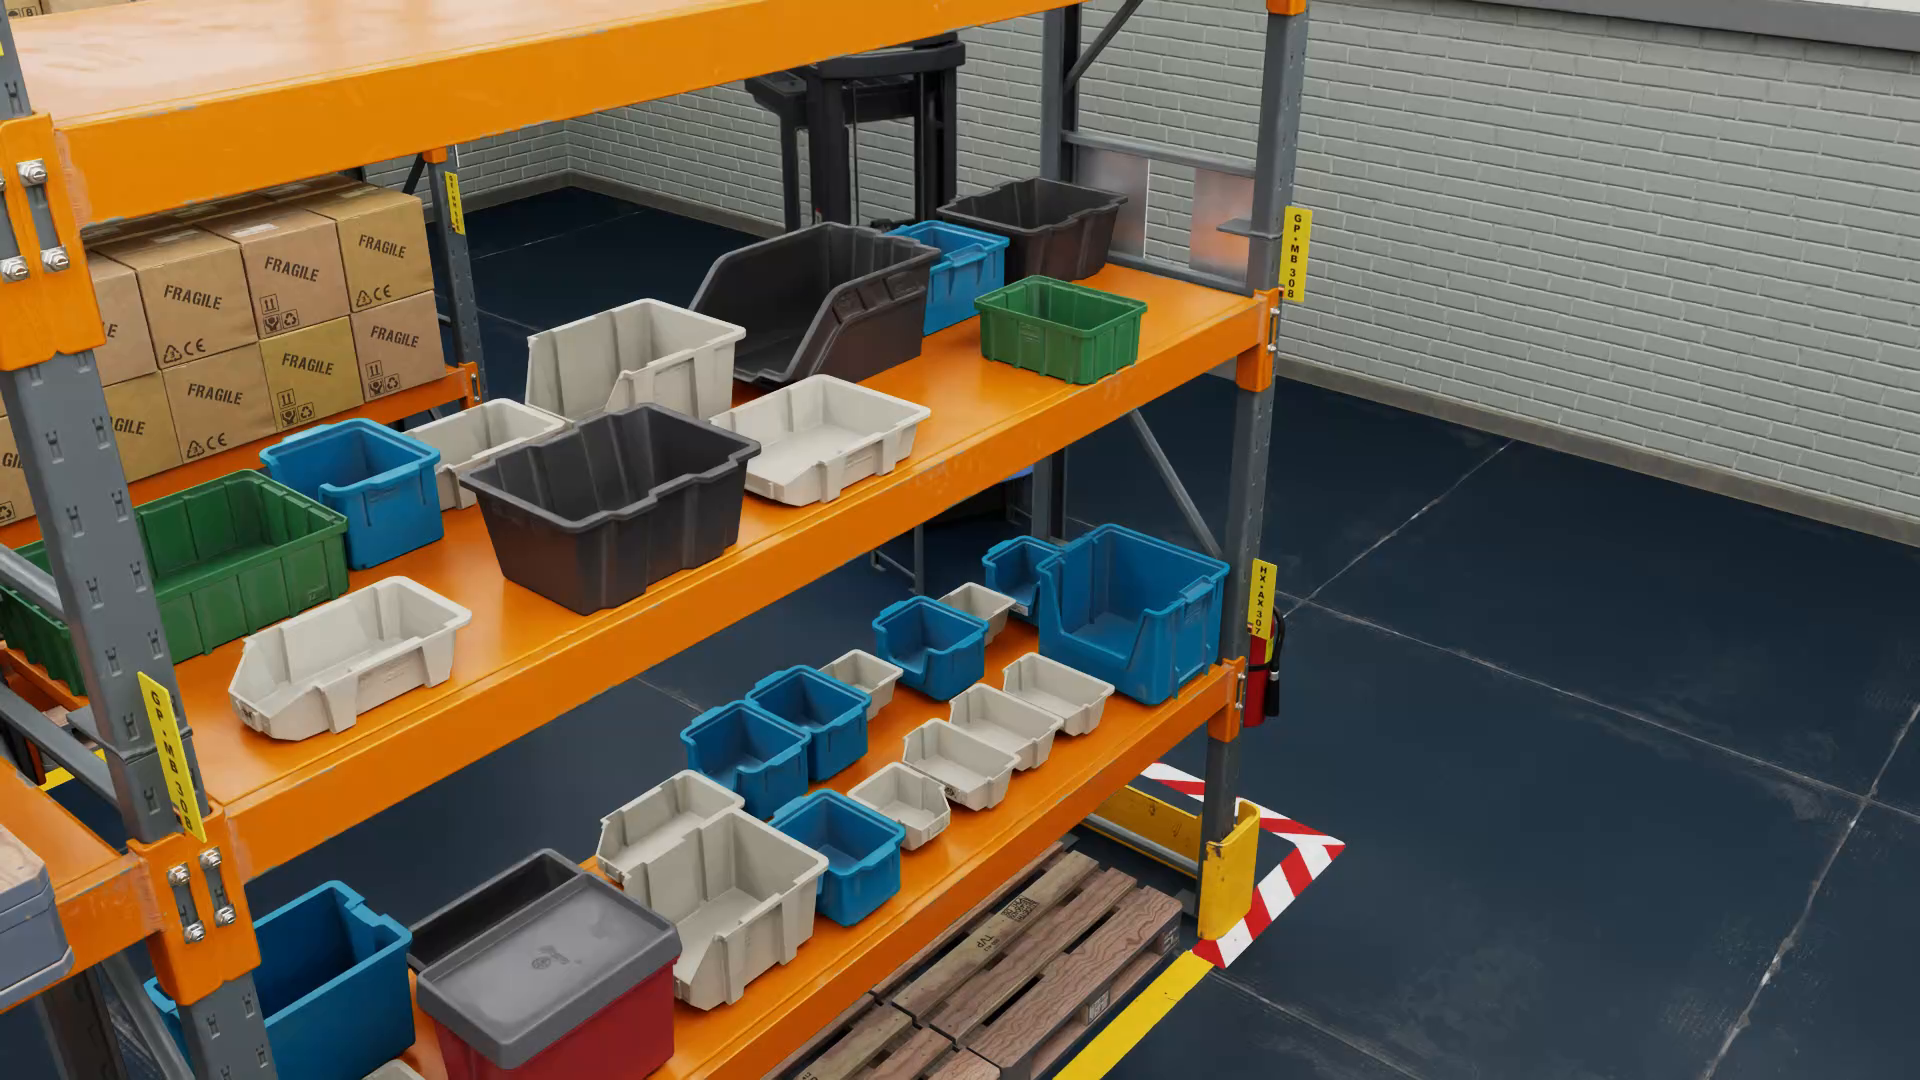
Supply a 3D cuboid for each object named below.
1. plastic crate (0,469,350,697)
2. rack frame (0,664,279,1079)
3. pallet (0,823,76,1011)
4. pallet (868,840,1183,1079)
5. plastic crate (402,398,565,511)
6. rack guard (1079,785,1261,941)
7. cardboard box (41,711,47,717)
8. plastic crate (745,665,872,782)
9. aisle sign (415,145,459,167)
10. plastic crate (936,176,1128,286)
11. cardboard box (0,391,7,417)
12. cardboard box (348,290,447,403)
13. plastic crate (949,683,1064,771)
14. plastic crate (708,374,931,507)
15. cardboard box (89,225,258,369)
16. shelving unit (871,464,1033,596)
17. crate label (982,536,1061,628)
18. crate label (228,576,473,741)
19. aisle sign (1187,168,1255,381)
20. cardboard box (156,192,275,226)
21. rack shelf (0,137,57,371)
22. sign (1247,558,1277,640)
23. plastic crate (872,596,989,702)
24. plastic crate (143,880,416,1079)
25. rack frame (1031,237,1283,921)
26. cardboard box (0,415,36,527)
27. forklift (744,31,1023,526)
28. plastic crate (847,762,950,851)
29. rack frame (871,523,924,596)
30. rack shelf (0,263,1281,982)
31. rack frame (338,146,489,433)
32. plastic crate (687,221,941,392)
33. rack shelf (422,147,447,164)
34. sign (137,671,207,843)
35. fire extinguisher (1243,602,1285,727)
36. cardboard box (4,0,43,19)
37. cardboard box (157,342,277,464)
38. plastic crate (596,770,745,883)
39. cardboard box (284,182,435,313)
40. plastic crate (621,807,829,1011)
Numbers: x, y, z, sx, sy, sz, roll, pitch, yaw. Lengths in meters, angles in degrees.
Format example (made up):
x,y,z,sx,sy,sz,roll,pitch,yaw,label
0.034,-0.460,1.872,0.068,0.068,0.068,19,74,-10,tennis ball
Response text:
x,y,z,sx,sy,sz,roll,pitch,yaw,label
-1.788,0.087,3.783,0.450,0.188,0.662,21,34,34,plastic crate
-1.824,1.564,3.962,1.000,3.000,0.127,21,34,34,rack frame
-2.248,0.622,2.724,1.213,0.211,1.003,21,34,34,pallet
0.165,1.665,6.801,1.003,0.211,1.213,21,34,34,pallet
-1.309,-0.213,4.420,0.293,0.136,0.466,21,34,34,plastic crate
0.725,1.244,7.302,1.175,0.500,0.348,21,34,34,rack guard
-4.668,0.783,8.077,0.380,0.166,0.250,21,34,34,cardboard box
-0.529,0.652,5.843,0.416,0.233,0.300,21,34,34,plastic crate
-2.820,-2.393,8.781,0.394,0.787,0.004,21,34,34,aisle sign
0.260,-1.074,5.938,0.497,0.269,0.590,21,34,34,plastic crate
-4.472,-0.824,7.381,0.500,0.500,0.500,20,33,33,cardboard box
-3.175,-1.109,9.021,0.500,0.500,0.500,22,35,36,cardboard box
0.145,0.677,5.899,0.396,0.136,0.243,21,34,34,plastic crate
-0.403,-0.264,4.519,0.437,0.136,0.530,21,34,34,plastic crate
-3.818,-1.189,8.087,0.500,0.500,0.500,22,34,36,cardboard box
0.039,-0.565,9.710,1.048,1.500,0.538,-19,33,-32,shelving unit
0.309,0.185,6.745,0.416,0.233,0.303,21,34,34,crate label
-1.290,0.260,3.506,0.293,0.136,0.466,21,34,34,crate label
0.992,-0.949,5.990,0.394,0.787,0.004,21,34,34,aisle sign
-3.912,-1.524,8.734,0.500,0.500,0.500,21,34,35,cardboard box
-3.097,0.106,1.470,1.077,0.370,4.000,21,34,34,rack shelf
1.155,0.228,6.367,0.100,0.325,0.005,21,34,34,sign
-0.110,0.418,6.294,0.416,0.233,0.300,21,34,34,plastic crate
-1.791,1.279,4.465,0.392,0.384,0.575,21,34,34,plastic crate
0.720,0.146,6.704,1.000,3.000,0.127,21,34,34,rack frame
-4.467,-0.390,7.630,0.500,0.500,0.500,21,34,34,cardboard box
-0.700,-1.991,10.909,1.130,2.935,3.031,-13,30,-23,forklift
-0.187,0.893,5.481,0.298,0.136,0.250,21,34,34,plastic crate
-0.370,-0.427,9.443,0.032,1.500,0.500,-19,33,-32,rack frame
-0.552,-0.158,4.809,1.077,0.370,4.000,21,34,34,rack shelf
-3.100,-1.303,9.505,1.000,3.000,0.127,21,34,34,rack frame
-0.464,-0.698,5.137,0.504,0.338,0.767,21,34,34,plastic crate
-4.372,-1.607,7.610,1.077,0.370,4.000,21,34,34,rack shelf
-1.401,0.389,2.959,0.100,0.325,0.005,21,34,34,sign
1.166,0.425,6.654,0.296,0.674,0.183,21,34,34,fire extinguisher
-4.423,-2.426,7.214,0.700,0.500,0.500,21,34,34,cardboard box
-3.824,-0.749,8.325,0.500,0.500,0.500,21,34,35,cardboard box
-0.949,0.949,5.373,0.293,0.136,0.466,21,34,34,plastic crate
-3.171,-1.554,8.792,0.500,0.500,0.500,20,34,34,cardboard box
-0.711,1.102,4.918,0.437,0.282,0.530,21,34,34,plastic crate
